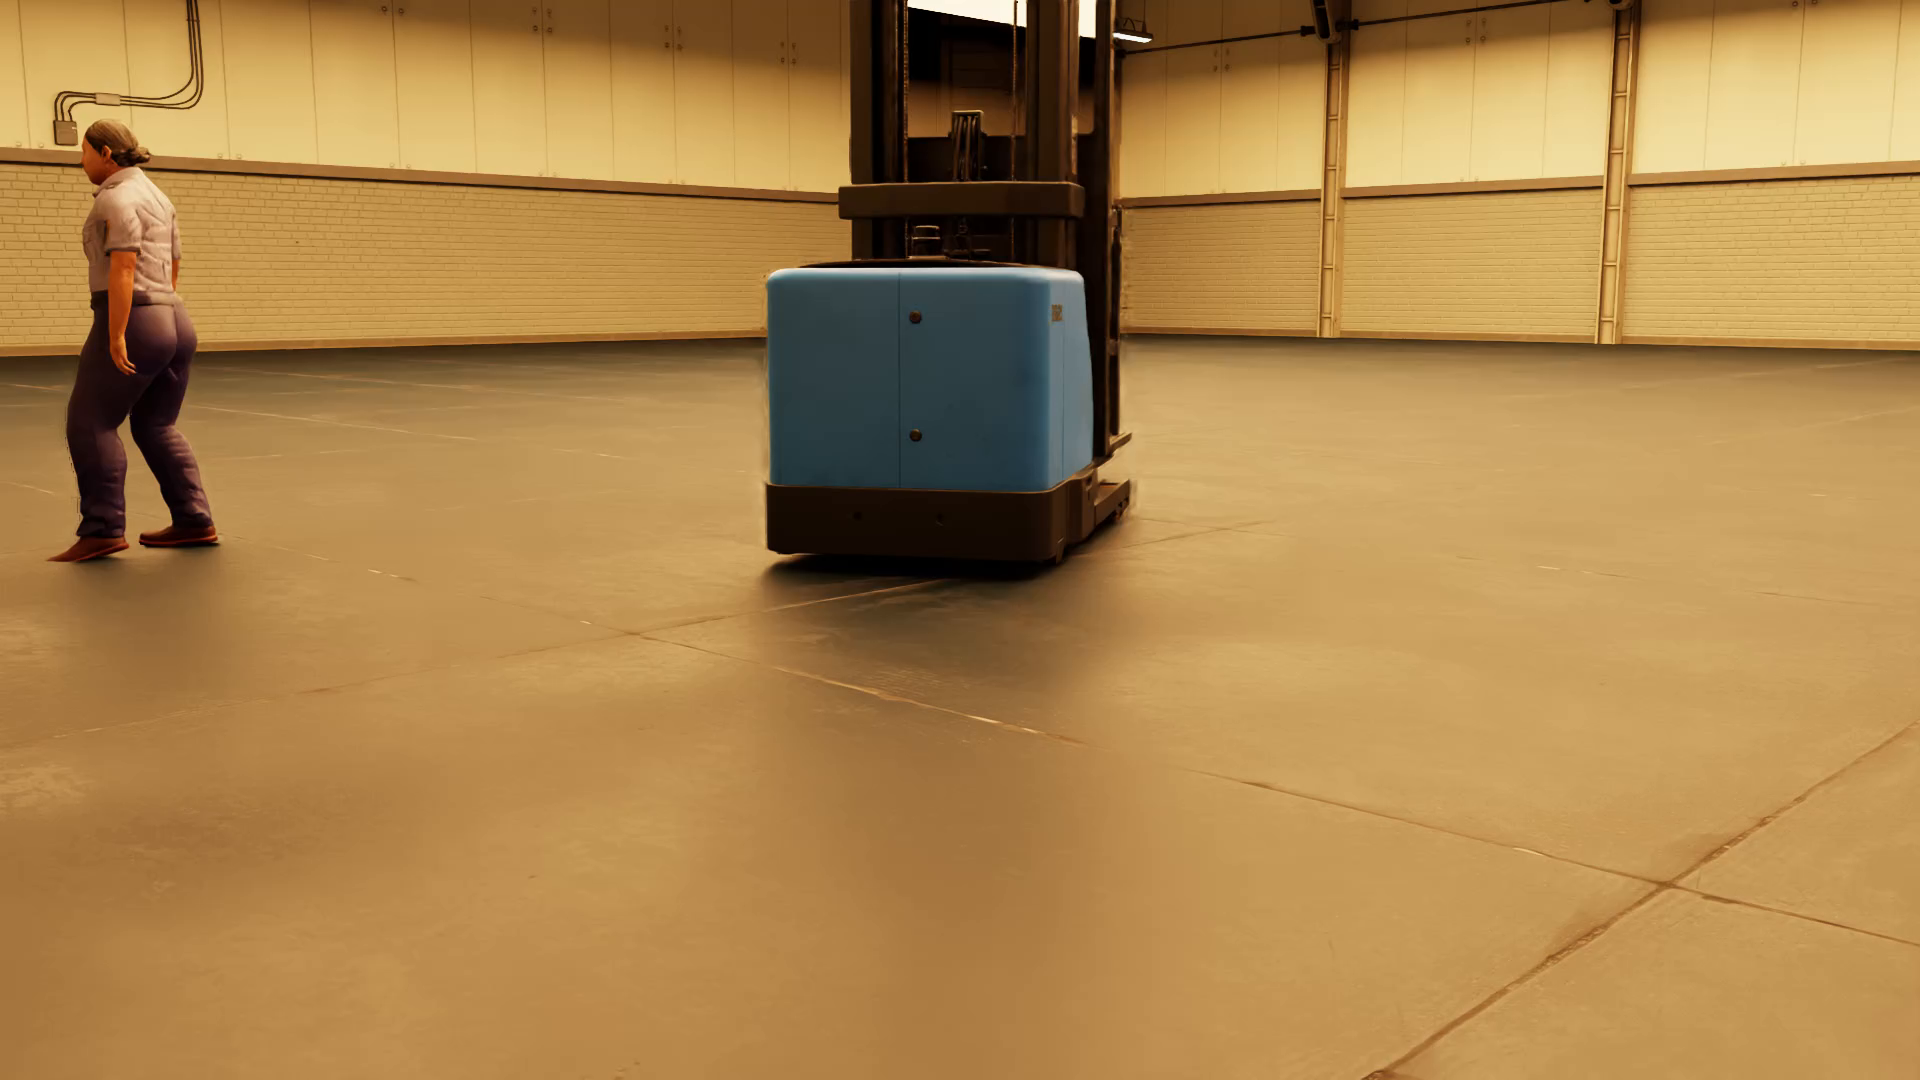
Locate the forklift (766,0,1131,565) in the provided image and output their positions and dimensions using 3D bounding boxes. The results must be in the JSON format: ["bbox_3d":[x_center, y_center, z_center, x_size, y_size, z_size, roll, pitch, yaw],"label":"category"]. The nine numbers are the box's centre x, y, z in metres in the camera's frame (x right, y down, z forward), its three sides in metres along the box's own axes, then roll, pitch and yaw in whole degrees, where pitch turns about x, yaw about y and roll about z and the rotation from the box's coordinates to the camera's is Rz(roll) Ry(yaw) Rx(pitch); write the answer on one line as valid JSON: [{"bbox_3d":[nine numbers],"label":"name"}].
[{"bbox_3d":[0.142,-1.538,7.086,1.130,2.935,3.031,2,9,13],"label":"forklift"}]

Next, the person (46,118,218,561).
[{"bbox_3d":[-3.195,-0.753,6.358,0.492,1.678,0.581,0,9,-2],"label":"person"}]
